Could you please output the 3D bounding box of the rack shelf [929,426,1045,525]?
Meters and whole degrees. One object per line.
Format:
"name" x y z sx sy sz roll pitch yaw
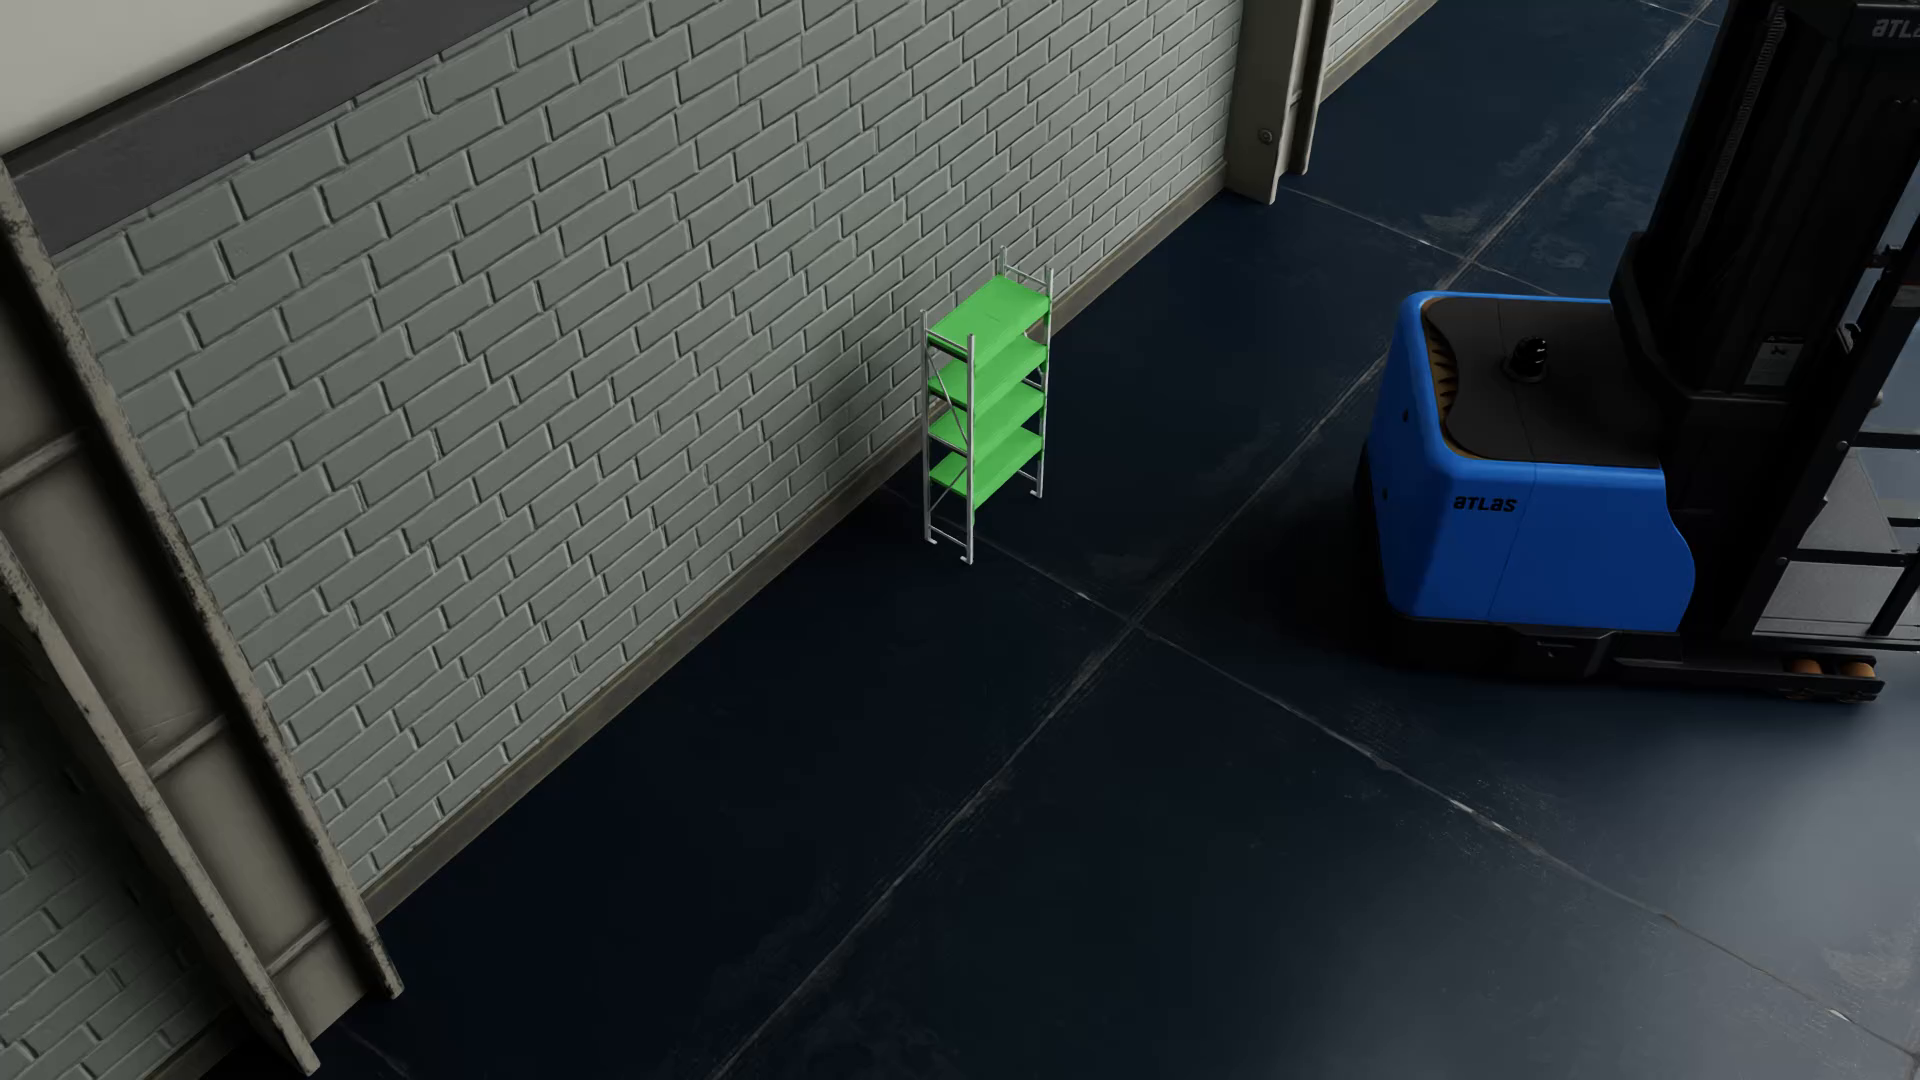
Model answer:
"rack shelf" 0.101 -0.299 6.791 0.258 0.148 0.480 29 53 25

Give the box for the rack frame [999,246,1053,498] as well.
"rack frame" 0.250 -0.649 6.705 0.240 1.200 0.015 29 53 25

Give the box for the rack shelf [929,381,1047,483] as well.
"rack shelf" 0.101 -0.465 6.618 0.258 0.148 0.480 29 53 25

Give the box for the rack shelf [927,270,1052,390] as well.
"rack shelf" 0.101 -0.797 6.270 0.258 0.148 0.480 29 53 25

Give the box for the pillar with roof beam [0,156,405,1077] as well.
"pillar with roof beam" 1.331 0.323 0.383 9.100 9.000 0.400 29 53 25

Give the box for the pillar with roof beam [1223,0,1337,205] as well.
"pillar with roof beam" 5.000 -3.110 3.663 9.100 9.000 0.400 29 53 25

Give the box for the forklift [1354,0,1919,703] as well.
"forklift" 3.141 -0.797 5.649 3.031 2.935 1.130 3 46 3

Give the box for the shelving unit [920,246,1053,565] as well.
"shelving unit" 0.101 -0.509 6.571 0.258 1.200 0.503 29 53 25

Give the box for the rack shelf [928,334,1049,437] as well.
"rack shelf" 0.101 -0.631 6.444 0.258 0.148 0.480 29 53 25

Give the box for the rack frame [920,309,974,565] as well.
"rack frame" -0.048 -0.370 6.438 0.240 1.200 0.015 29 53 25
